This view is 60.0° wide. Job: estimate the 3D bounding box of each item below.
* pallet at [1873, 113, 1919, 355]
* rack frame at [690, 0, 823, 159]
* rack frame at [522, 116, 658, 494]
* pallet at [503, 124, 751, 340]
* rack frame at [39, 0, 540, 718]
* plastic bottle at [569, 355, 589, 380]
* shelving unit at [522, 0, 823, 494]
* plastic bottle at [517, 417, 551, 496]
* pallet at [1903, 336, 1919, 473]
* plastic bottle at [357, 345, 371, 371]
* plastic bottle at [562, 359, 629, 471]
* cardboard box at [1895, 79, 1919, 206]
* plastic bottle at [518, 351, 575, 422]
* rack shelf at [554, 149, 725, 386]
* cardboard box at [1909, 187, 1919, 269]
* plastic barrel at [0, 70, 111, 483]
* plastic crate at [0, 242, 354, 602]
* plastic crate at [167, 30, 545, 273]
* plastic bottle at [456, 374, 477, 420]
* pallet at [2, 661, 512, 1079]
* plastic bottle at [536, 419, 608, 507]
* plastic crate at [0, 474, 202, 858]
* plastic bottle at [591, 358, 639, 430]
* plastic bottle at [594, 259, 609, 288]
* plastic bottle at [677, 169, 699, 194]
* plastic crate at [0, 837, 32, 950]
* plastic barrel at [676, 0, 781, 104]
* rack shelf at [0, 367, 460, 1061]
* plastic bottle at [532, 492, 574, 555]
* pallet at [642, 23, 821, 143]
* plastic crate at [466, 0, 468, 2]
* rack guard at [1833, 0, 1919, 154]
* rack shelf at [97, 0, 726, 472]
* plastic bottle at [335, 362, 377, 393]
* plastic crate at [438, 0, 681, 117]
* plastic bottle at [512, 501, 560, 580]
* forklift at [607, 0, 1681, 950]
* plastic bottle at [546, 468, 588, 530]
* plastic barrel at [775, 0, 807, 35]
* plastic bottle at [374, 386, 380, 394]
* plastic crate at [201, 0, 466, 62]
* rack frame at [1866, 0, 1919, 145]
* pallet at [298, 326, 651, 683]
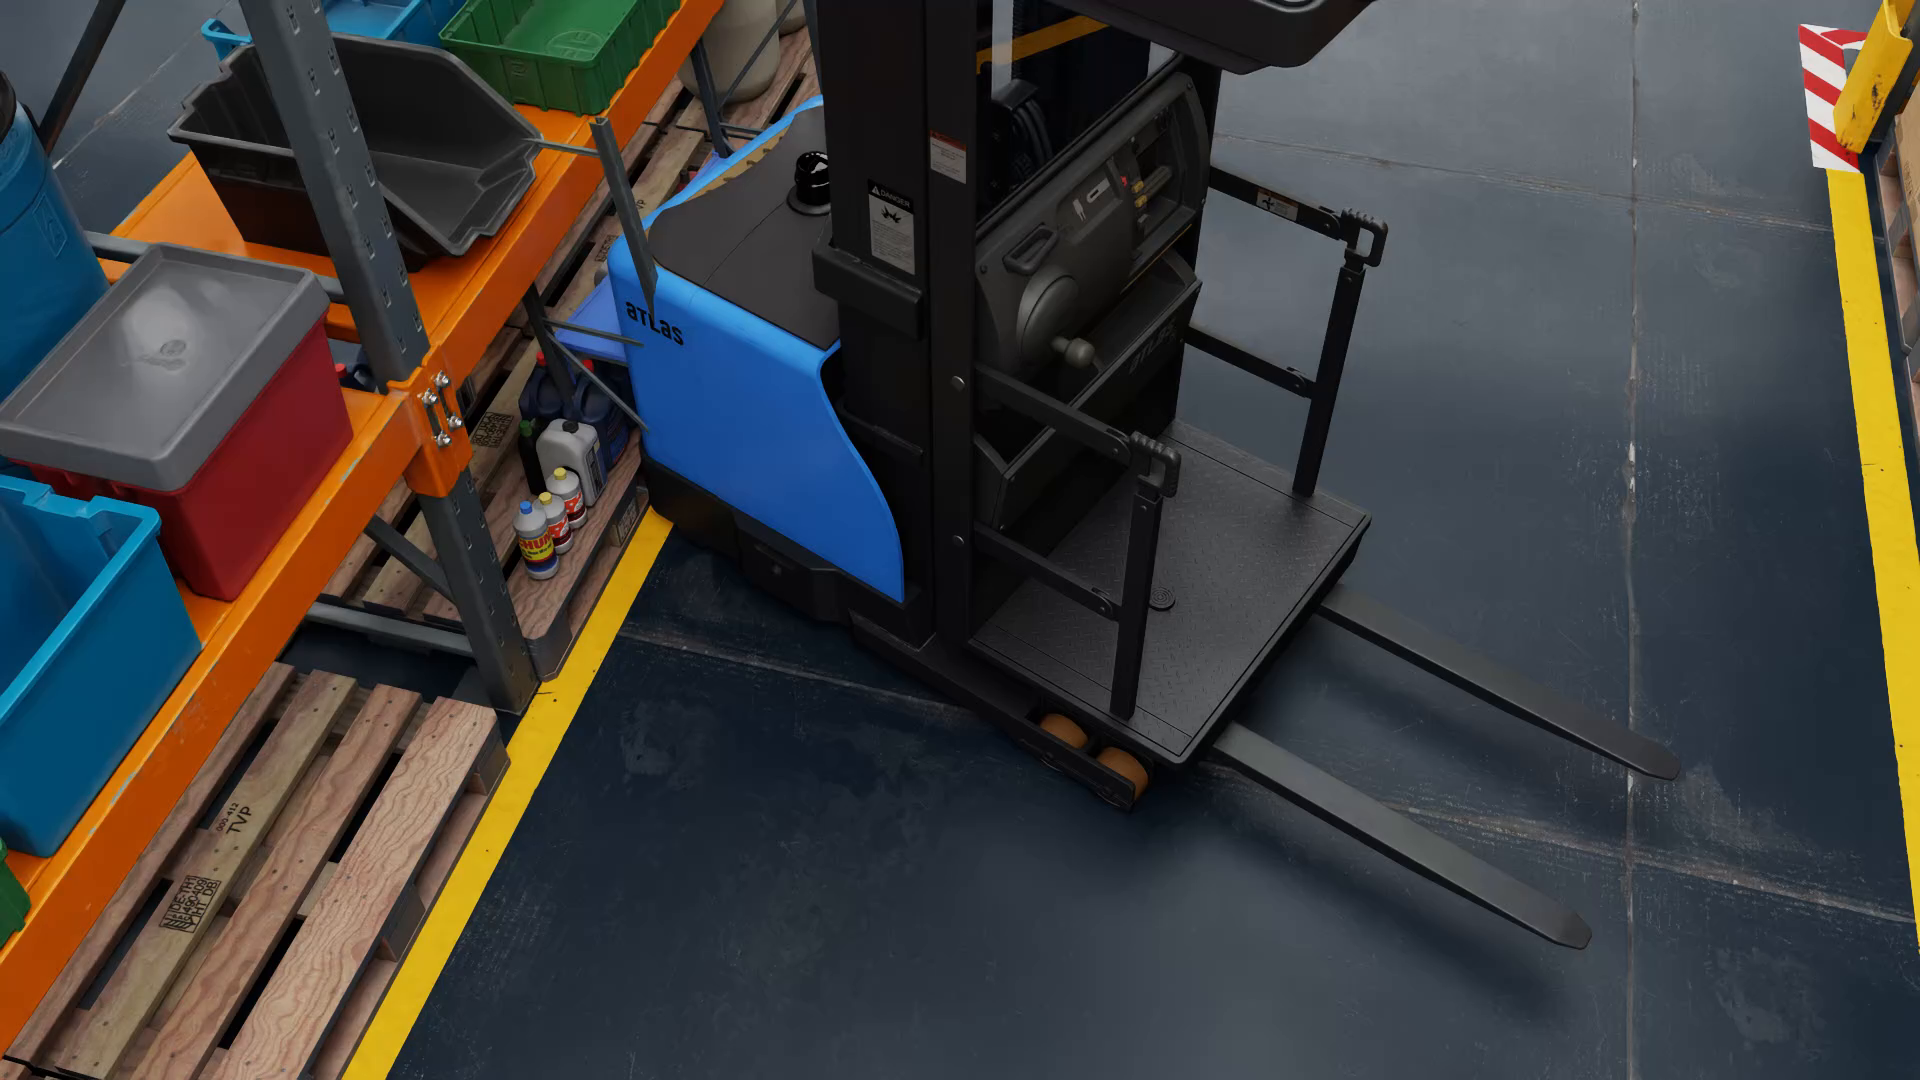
[{"bbox_3d":[3.938,-1.051,6.037,1.003,0.211,1.213,12,50,10],"label":"pallet"},{"bbox_3d":[-0.582,-1.288,5.307,0.500,1.500,0.032,15,51,21],"label":"rack frame"},{"bbox_3d":[-1.008,-0.579,4.716,0.500,1.500,0.032,15,51,21],"label":"rack frame"},{"bbox_3d":[-1.195,-1.063,6.047,1.003,0.211,1.213,12,50,10],"label":"pallet"},{"bbox_3d":[-1.731,-0.622,3.799,1.000,3.000,0.127,12,50,10],"label":"rack frame"},{"bbox_3d":[-1.197,-0.496,5.213,0.097,0.271,0.097,0,49,0],"label":"plastic bottle"},{"bbox_3d":[-0.795,-0.933,5.011,0.538,1.500,1.048,15,51,21],"label":"shelving unit"},{"bbox_3d":[-1.269,-0.273,5.009,0.061,0.283,0.133,12,50,10],"label":"plastic bottle"},{"bbox_3d":[3.615,-0.172,5.261,1.003,0.211,1.213,12,50,10],"label":"pallet"},{"bbox_3d":[-1.789,-0.553,5.211,0.144,0.351,0.185,9,49,8],"label":"plastic bottle"},{"bbox_3d":[-1.118,-0.393,5.070,0.144,0.351,0.185,13,50,11],"label":"plastic bottle"},{"bbox_3d":[3.744,-1.421,6.057,0.500,0.250,0.500,12,50,10],"label":"cardboard box"},{"bbox_3d":[-1.258,-0.422,5.095,0.144,0.351,0.185,12,50,10],"label":"plastic bottle"},{"bbox_3d":[-0.775,-0.812,5.142,0.538,0.185,1.000,15,51,21],"label":"rack shelf"},{"bbox_3d":[3.615,-1.058,5.737,0.500,0.250,0.500,12,50,10],"label":"cardboard box"},{"bbox_3d":[-2.125,-0.569,3.417,0.600,0.901,0.708,12,50,10],"label":"plastic barrel"},{"bbox_3d":[-1.563,-0.233,3.412,0.402,0.464,0.583,12,50,10],"label":"plastic crate"},{"bbox_3d":[-1.471,-0.955,4.134,0.767,0.338,0.504,12,50,10],"label":"plastic crate"},{"bbox_3d":[-1.640,-0.517,5.229,0.152,0.276,0.135,12,50,10],"label":"plastic bottle"},{"bbox_3d":[-1.900,0.876,4.336,1.003,0.211,1.213,12,50,10],"label":"pallet"},{"bbox_3d":[-1.166,-0.250,4.993,0.152,0.276,0.135,13,50,11],"label":"plastic bottle"},{"bbox_3d":[-1.721,0.242,3.046,0.392,0.384,0.575,12,50,10],"label":"plastic crate"},{"bbox_3d":[-1.069,-0.530,5.190,0.144,0.351,0.185,10,49,8],"label":"plastic bottle"},{"bbox_3d":[-1.106,-0.824,5.500,0.152,0.276,0.135,12,50,10],"label":"plastic bottle"},{"bbox_3d":[-0.935,-1.191,5.819,0.061,0.283,0.133,12,50,10],"label":"plastic bottle"},{"bbox_3d":[-1.917,0.763,2.717,0.450,0.188,0.662,12,50,10],"label":"plastic crate"},{"bbox_3d":[-0.910,-1.978,6.374,0.421,0.512,0.421,0,49,0],"label":"plastic barrel"},{"bbox_3d":[-2.258,1.062,2.792,1.077,0.370,4.000,12,50,10],"label":"rack shelf"},{"bbox_3d":[-1.198,-0.060,4.875,0.097,0.201,0.097,0,49,0],"label":"plastic bottle"},{"bbox_3d":[-0.872,-1.942,6.823,1.003,0.211,1.213,12,50,10],"label":"pallet"},{"bbox_3d":[-1.548,-1.760,4.978,0.530,0.136,0.437,12,50,10],"label":"plastic crate"},{"bbox_3d":[4.106,-1.726,6.440,1.175,0.500,0.348,12,50,10],"label":"rack guard"},{"bbox_3d":[-1.205,-1.831,5.345,1.077,0.370,4.000,12,50,10],"label":"rack shelf"},{"bbox_3d":[-1.840,-0.414,5.088,0.144,0.351,0.185,10,49,9],"label":"plastic bottle"},{"bbox_3d":[-1.102,-1.479,4.696,0.450,0.188,0.662,12,50,10],"label":"plastic crate"},{"bbox_3d":[-1.224,-0.009,4.784,0.097,0.271,0.097,0,49,0],"label":"plastic bottle"},{"bbox_3d":[0.503,-0.693,3.907,3.031,2.935,1.130,29,55,23],"label":"forklift"},{"bbox_3d":[-1.171,-0.133,4.940,0.097,0.201,0.097,0,49,0],"label":"plastic bottle"},{"bbox_3d":[-0.778,-2.340,6.694,0.421,0.512,0.421,0,49,0],"label":"plastic barrel"},{"bbox_3d":[-1.701,-0.386,5.063,0.144,0.351,0.185,12,50,10],"label":"plastic bottle"},{"bbox_3d":[-1.702,-1.427,4.608,0.499,0.251,0.616,12,50,10],"label":"plastic crate"},{"bbox_3d":[4.099,-2.536,5.487,1.000,3.000,0.127,12,50,10],"label":"rack frame"},{"bbox_3d":[-1.514,-0.177,5.266,1.003,0.211,1.213,12,50,10],"label":"pallet"}]
